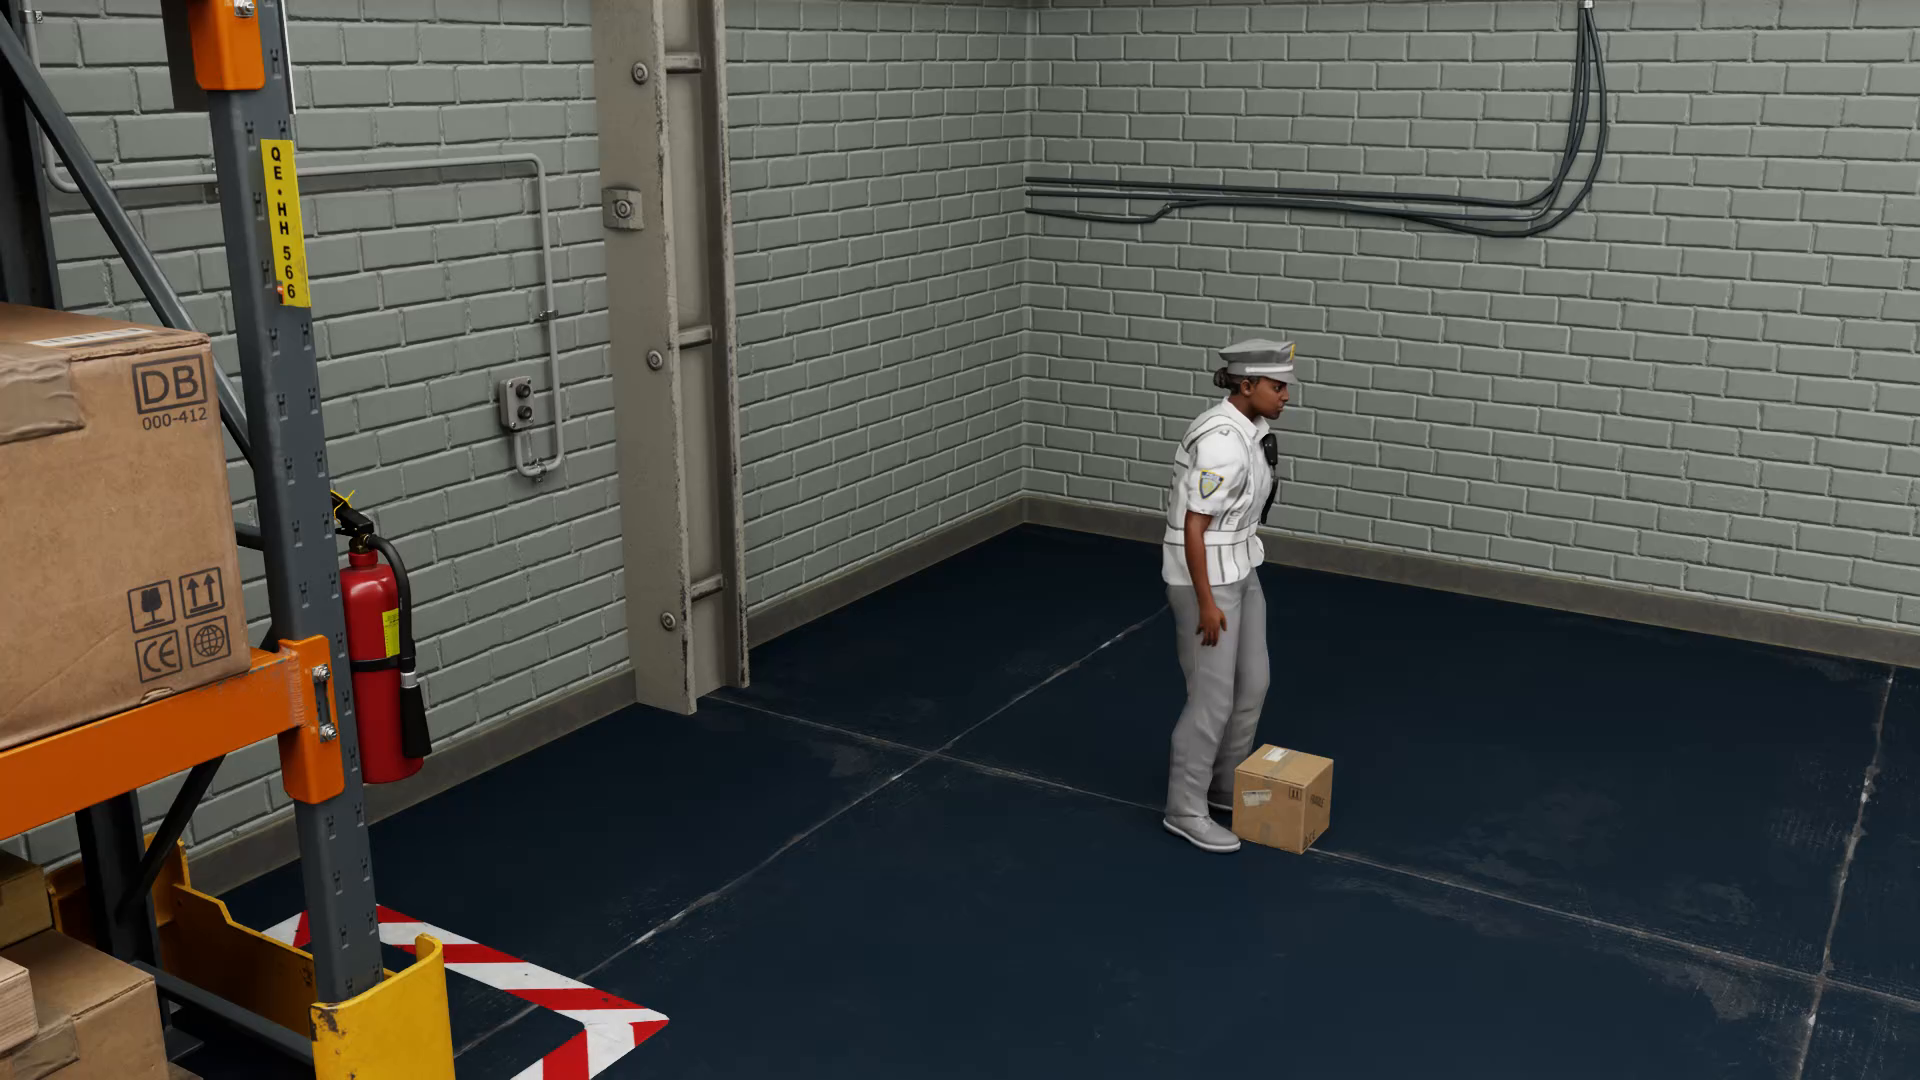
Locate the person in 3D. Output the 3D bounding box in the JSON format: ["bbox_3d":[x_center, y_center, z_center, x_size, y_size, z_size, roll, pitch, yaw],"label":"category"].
[{"bbox_3d":[0.888,0.161,5.485,0.427,1.658,0.522,9,18,27],"label":"person"}]
